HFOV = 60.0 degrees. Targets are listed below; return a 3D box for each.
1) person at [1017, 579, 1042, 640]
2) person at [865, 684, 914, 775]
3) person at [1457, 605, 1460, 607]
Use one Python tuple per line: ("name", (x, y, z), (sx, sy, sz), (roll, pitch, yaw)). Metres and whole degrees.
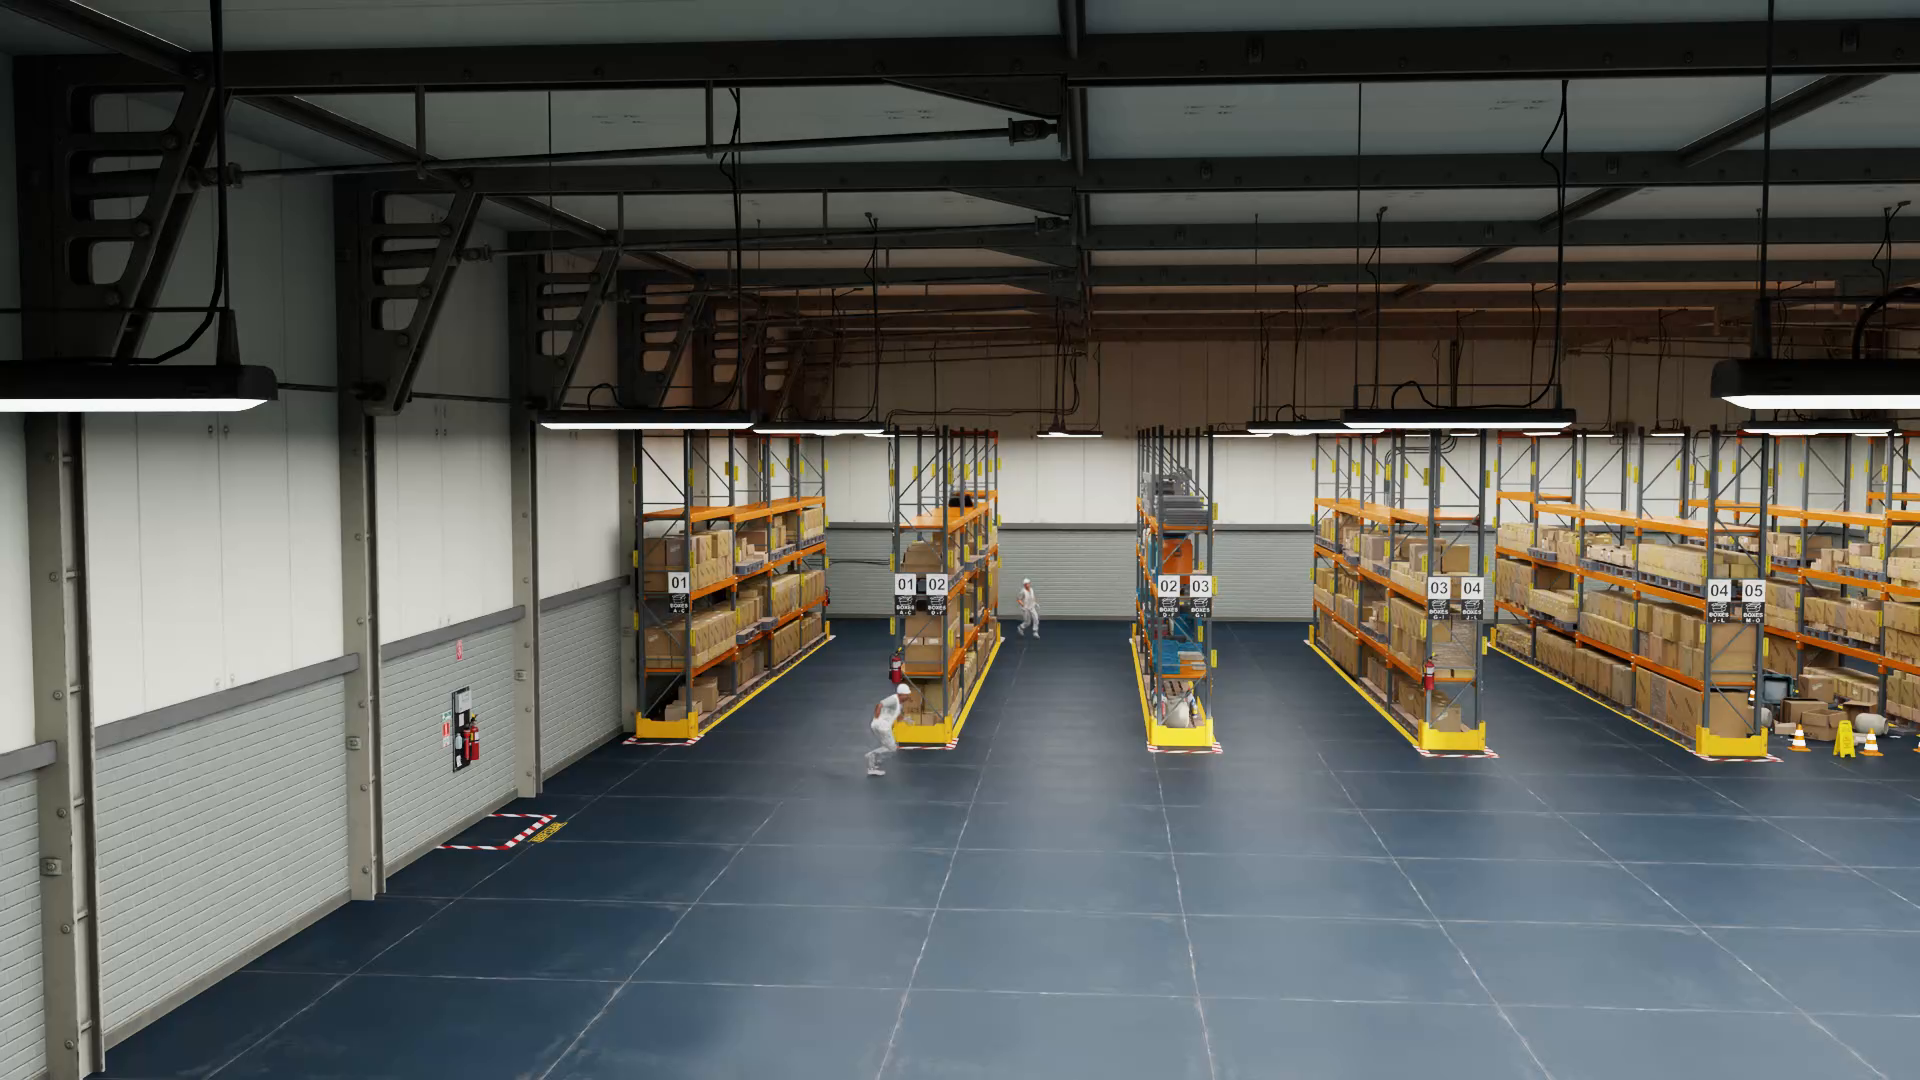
("person", (1.924, 1.976, 47.765), (0.711, 1.749, 0.828), (-3, 4, -39))
("person", (-1.215, 3.232, 28.258), (0.825, 1.586, 0.715), (1, 4, 14))
("person", (11.985, 2.447, 40.024), (0.682, 1.752, 0.698), (0, 3, 2))
